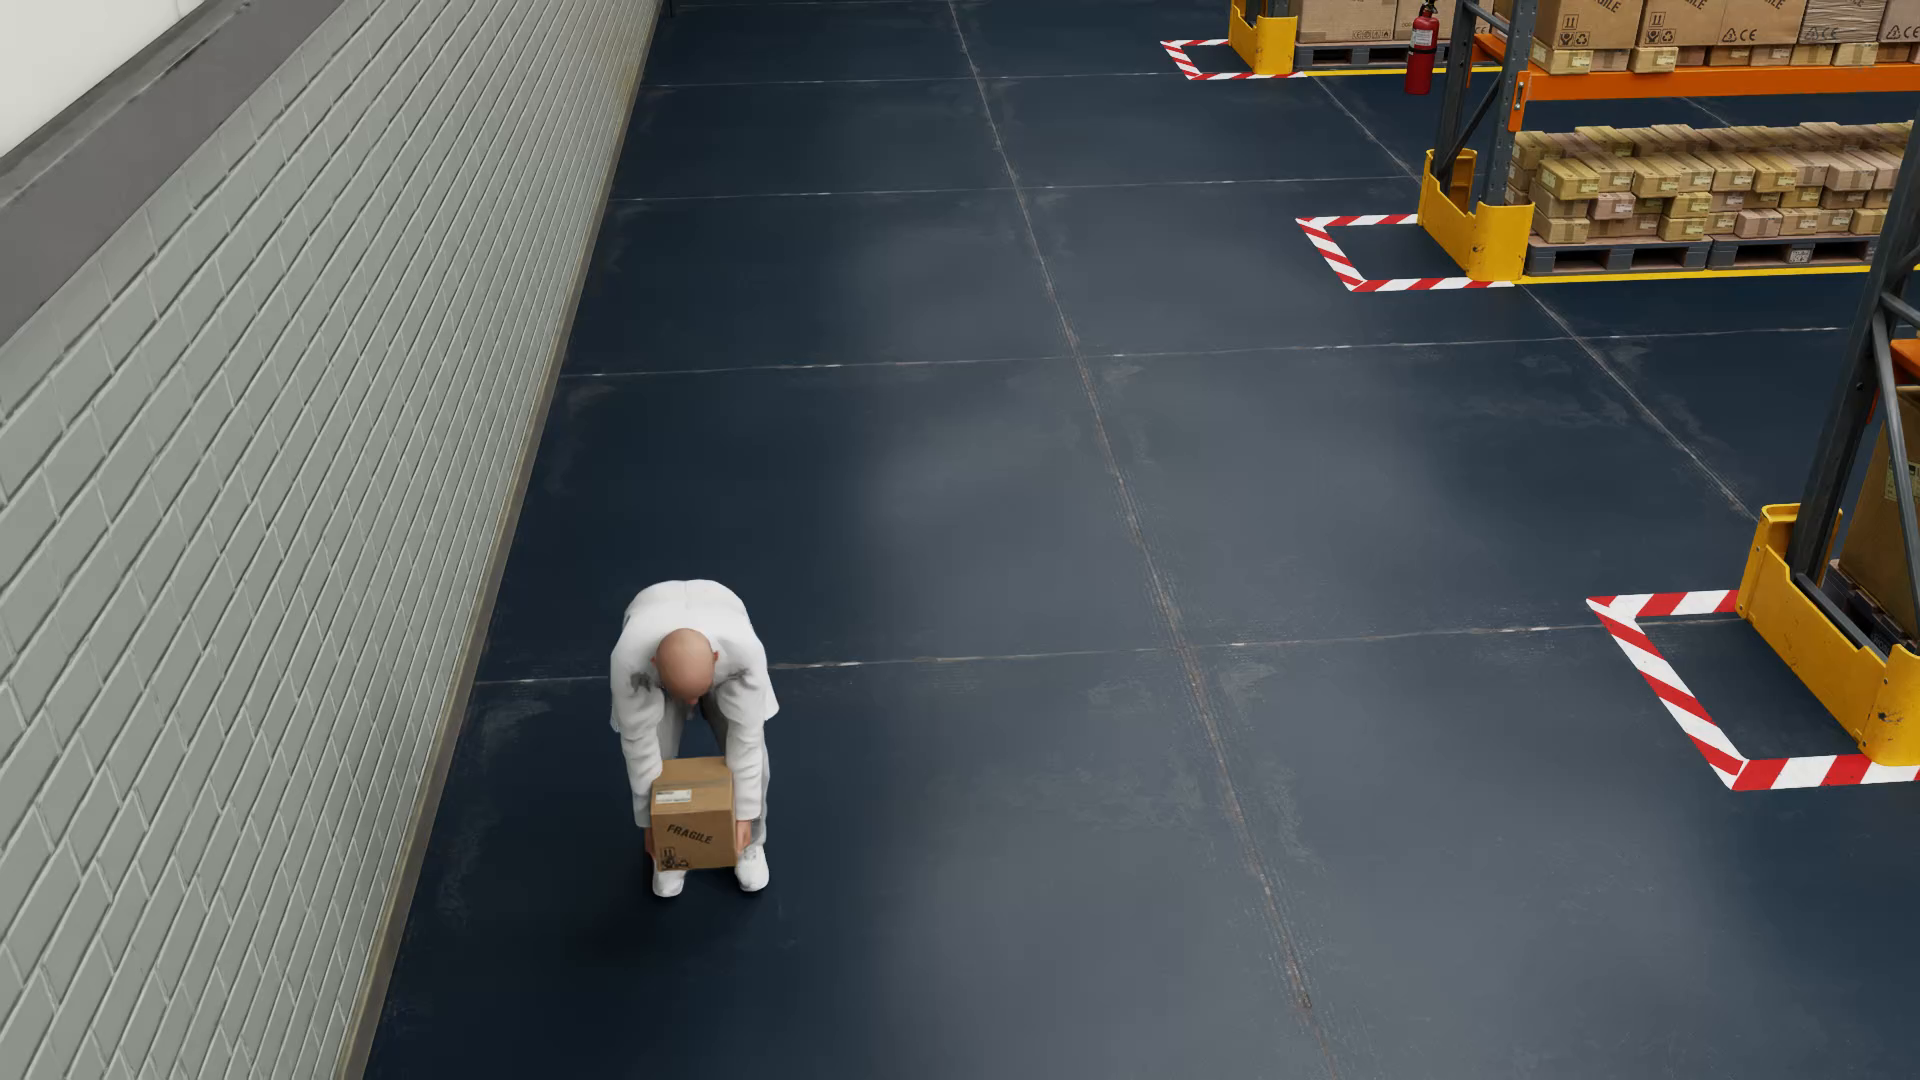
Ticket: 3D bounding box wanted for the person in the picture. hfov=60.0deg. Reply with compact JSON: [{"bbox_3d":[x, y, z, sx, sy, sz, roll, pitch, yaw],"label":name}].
[{"bbox_3d":[-0.868,0.678,5.431,0.567,1.346,0.890,-4,31,-6],"label":"person"}]
